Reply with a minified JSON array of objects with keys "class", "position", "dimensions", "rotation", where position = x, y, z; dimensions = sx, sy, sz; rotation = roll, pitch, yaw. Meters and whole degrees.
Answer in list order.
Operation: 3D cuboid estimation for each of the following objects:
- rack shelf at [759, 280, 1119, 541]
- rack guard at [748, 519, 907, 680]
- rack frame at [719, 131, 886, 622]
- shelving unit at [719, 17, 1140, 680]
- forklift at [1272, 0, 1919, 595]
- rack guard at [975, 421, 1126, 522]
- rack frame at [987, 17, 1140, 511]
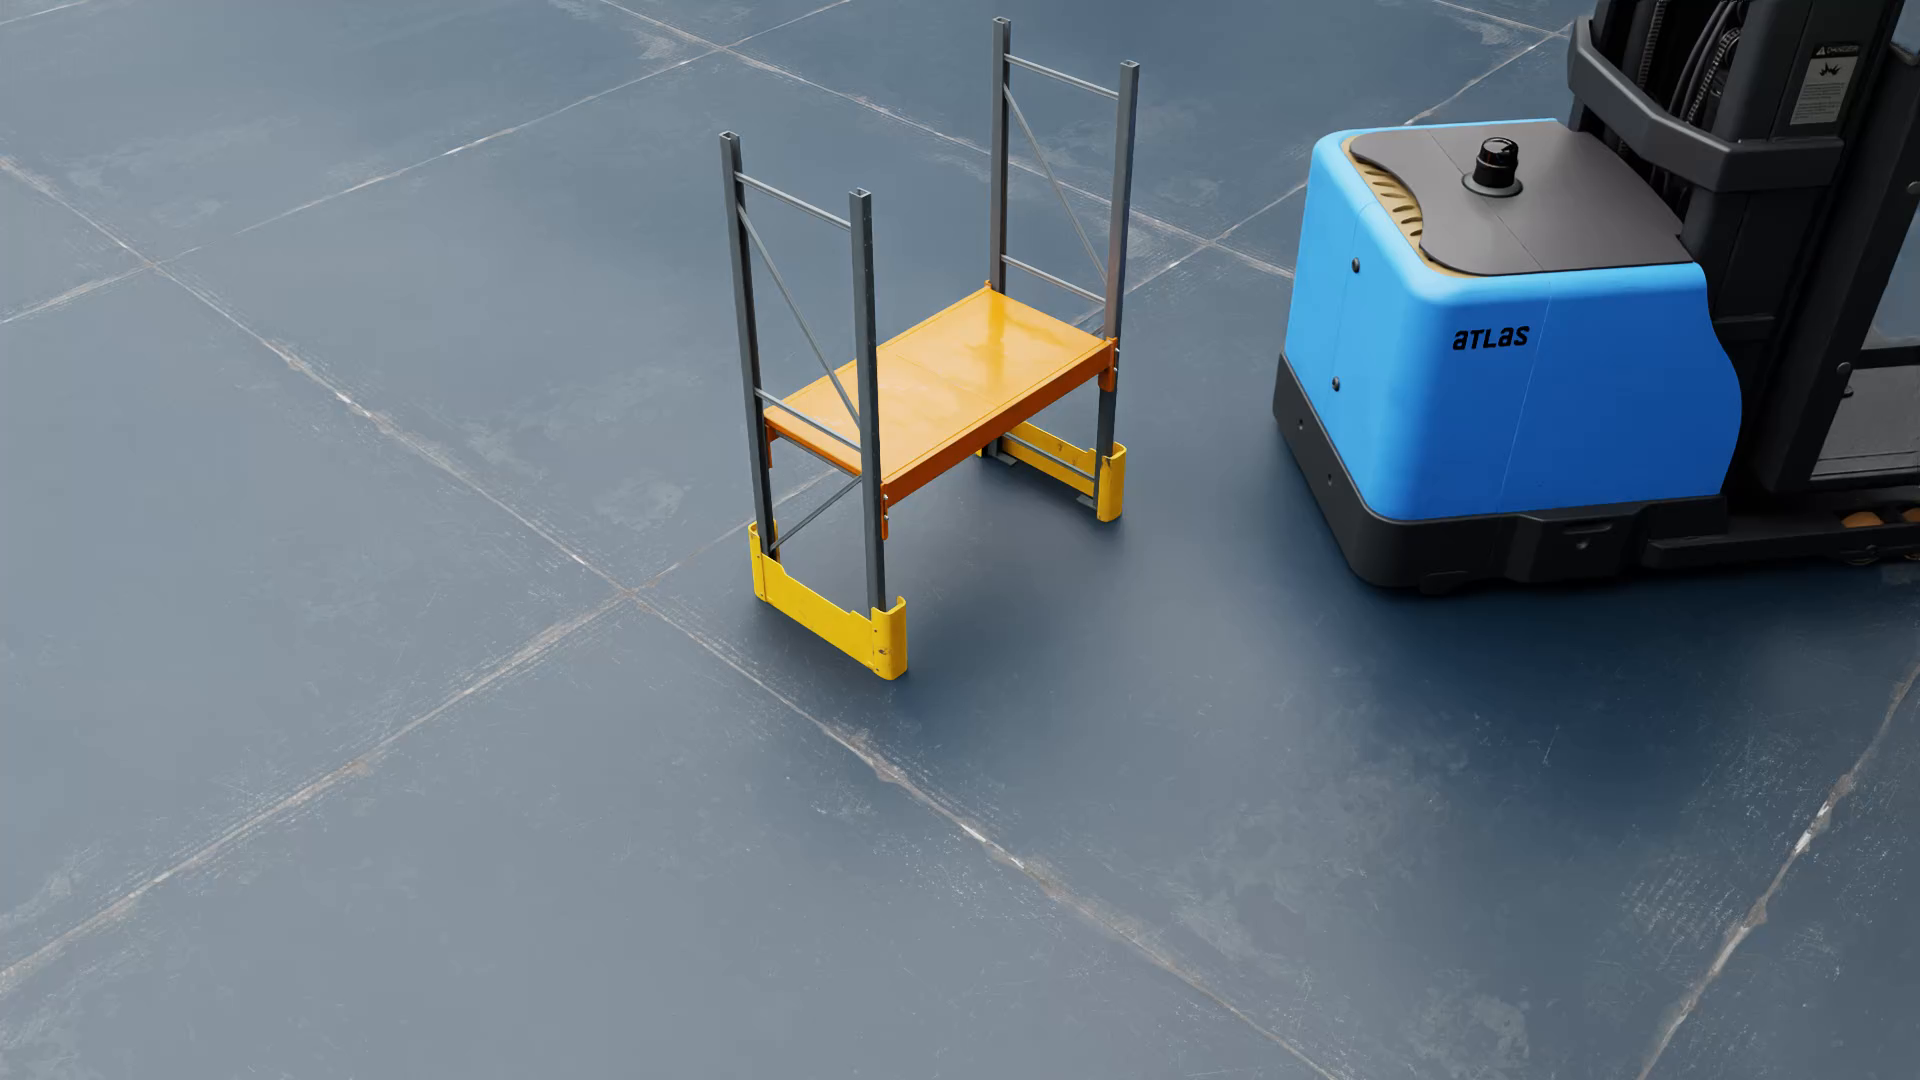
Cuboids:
[{"class":"rack shelf","position":[-0.058,-0.407,4.846],"dimensions":[0.538,0.185,1.000],"rotation":[30,47,32]},{"class":"rack guard","position":[-0.387,0.166,4.840],"dimensions":[0.587,0.250,0.087],"rotation":[30,47,32]},{"class":"rack frame","position":[-0.401,-0.314,4.440],"dimensions":[0.500,1.500,0.032],"rotation":[30,47,32]},{"class":"shelving unit","position":[-0.051,-0.552,4.739],"dimensions":[0.587,1.500,1.083],"rotation":[30,47,32]},{"class":"forklift","position":[2.626,-1.392,4.645],"dimensions":[3.031,2.935,1.130],"rotation":[-5,39,-6]},{"class":"rack guard","position":[0.285,-0.292,5.416],"dimensions":[0.587,0.250,0.087],"rotation":[30,47,32]},{"class":"rack frame","position":[0.285,-0.781,5.028],"dimensions":[0.500,1.500,0.032],"rotation":[30,47,32]}]
